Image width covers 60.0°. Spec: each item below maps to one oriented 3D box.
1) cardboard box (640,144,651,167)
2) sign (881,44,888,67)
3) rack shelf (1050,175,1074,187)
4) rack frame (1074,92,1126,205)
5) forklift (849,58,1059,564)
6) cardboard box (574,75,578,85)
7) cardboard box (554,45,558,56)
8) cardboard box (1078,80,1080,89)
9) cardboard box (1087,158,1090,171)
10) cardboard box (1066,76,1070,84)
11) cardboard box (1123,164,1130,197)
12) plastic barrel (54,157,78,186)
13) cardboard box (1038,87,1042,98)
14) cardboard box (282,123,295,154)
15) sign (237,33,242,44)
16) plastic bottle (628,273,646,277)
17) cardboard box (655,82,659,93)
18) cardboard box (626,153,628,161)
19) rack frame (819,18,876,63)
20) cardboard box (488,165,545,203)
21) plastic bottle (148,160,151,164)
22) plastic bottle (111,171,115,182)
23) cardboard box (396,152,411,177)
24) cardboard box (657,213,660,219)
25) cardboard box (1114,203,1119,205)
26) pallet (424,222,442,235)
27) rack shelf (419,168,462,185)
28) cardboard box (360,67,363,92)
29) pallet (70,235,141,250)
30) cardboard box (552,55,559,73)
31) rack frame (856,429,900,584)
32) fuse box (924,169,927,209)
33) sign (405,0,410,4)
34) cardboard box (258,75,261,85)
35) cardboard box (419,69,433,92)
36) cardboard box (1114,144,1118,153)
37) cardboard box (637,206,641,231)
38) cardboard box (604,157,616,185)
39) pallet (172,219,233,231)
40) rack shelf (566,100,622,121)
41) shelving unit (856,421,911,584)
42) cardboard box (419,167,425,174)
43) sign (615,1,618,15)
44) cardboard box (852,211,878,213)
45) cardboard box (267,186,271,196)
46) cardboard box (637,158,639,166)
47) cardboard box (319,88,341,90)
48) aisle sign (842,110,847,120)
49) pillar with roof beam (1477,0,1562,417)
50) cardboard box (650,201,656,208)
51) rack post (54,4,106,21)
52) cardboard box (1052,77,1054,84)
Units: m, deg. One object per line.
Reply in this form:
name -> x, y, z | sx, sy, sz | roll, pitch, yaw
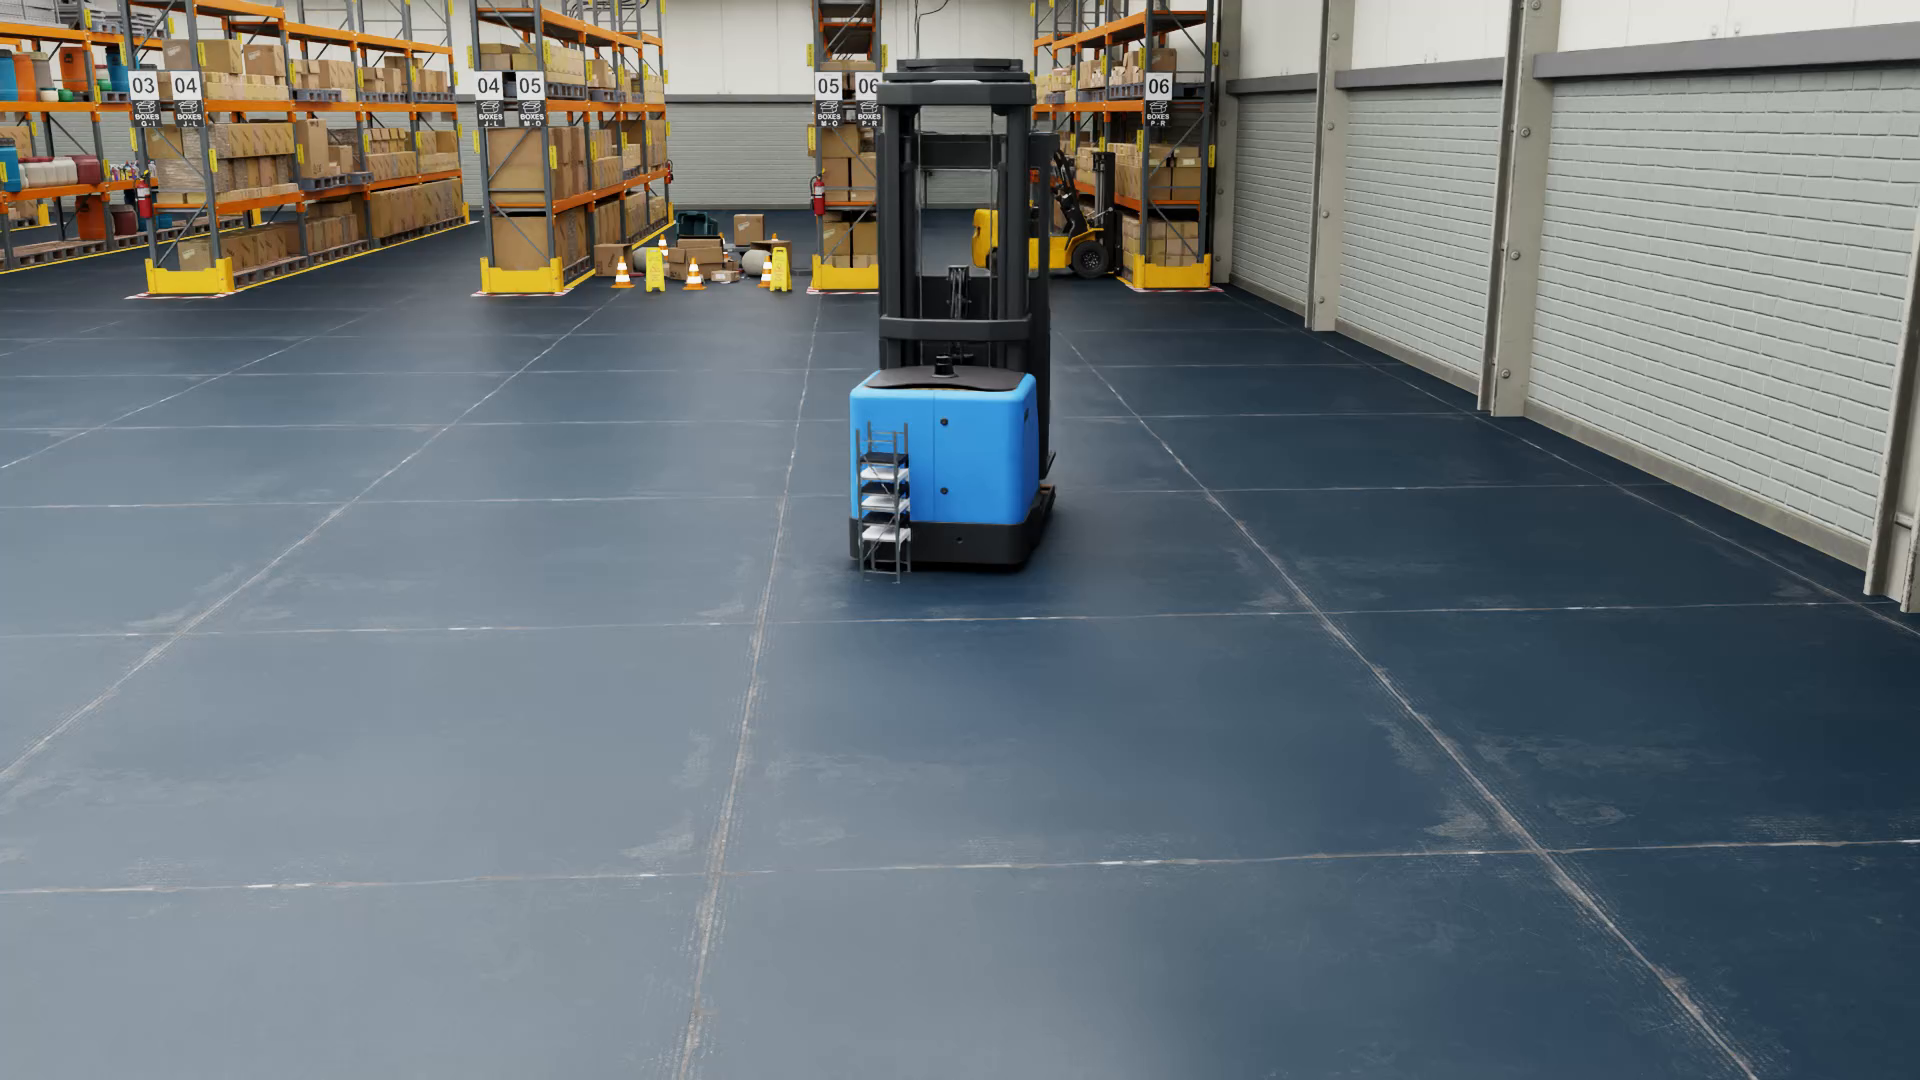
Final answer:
cardboard box -> -7.126, -8.525, 36.841 | 0.500, 0.500, 0.500 | -1, 14, -4
sign -> -1.127, -7.207, 24.742 | 0.100, 0.325, 0.005 | -1, 14, -3
rack shelf -> 2.665, -7.538, 35.249 | 1.077, 0.370, 4.000 | -1, 14, -3
rack frame -> 2.789, -7.389, 33.226 | 1.000, 3.000, 0.127 | -1, 14, -3
forklift -> 0.057, -1.595, 10.844 | 1.130, 2.935, 3.031 | 2, 15, 8
cardboard box -> -6.460, -7.522, 27.183 | 0.380, 0.149, 0.250 | -1, 14, -3
cardboard box -> -6.352, -7.466, 25.366 | 0.380, 0.149, 0.250 | -1, 14, -3
cardboard box -> 2.508, -8.889, 32.461 | 0.380, 0.166, 0.250 | -1, 14, -4
cardboard box -> 2.674, -7.063, 31.256 | 0.500, 0.250, 0.500 | -1, 14, -3
cardboard box -> 2.392, -9.510, 34.353 | 0.380, 0.149, 0.250 | -1, 14, -3
cardboard box -> 2.937, -5.823, 26.938 | 0.500, 0.500, 0.500 | -1, 14, -4
plastic barrel -> -16.722, -6.884, 31.037 | 0.421, 0.512, 0.421 | 0, 14, 0
cardboard box -> 2.120, -10.535, 39.136 | 0.500, 0.250, 0.500 | -1, 14, -5
cardboard box -> -11.505, -6.733, 27.871 | 0.500, 0.500, 0.500 | -1, 14, -3
sign -> -16.947, -11.834, 39.107 | 0.100, 0.325, 0.005 | -1, 14, -3
plastic bottle -> -5.319, -4.367, 27.375 | 0.283, 0.061, 0.133 | -6, 16, -23
cardboard box -> -7.250, -10.457, 38.426 | 0.500, 0.250, 0.500 | -1, 14, -3
cardboard box -> -6.998, -7.818, 33.956 | 0.380, 0.149, 0.250 | -1, 14, -3
rack frame -> -1.917, -9.222, 28.311 | 1.000, 3.000, 0.127 | -1, 14, -3
cardboard box -> -6.671, -5.385, 25.134 | 0.875, 0.550, 0.550 | -1, 14, -3
plastic bottle -> -16.996, -7.782, 34.849 | 0.144, 0.351, 0.185 | -1, 14, -3
plastic bottle -> -16.689, -7.152, 32.703 | 0.097, 0.201, 0.097 | 0, 14, 0
cardboard box -> -11.978, -7.967, 35.270 | 0.500, 0.500, 0.500 | 0, 14, -2
cardboard box -> -7.203, -7.573, 38.820 | 0.380, 0.149, 0.250 | -1, 14, -2
cardboard box -> 3.068, -6.831, 33.927 | 0.380, 0.149, 0.250 | 0, 14, -1
pallet -> -12.272, -6.993, 37.284 | 1.003, 0.211, 1.213 | -1, 14, -3
rack shelf -> -12.427, -8.303, 38.219 | 1.077, 0.370, 4.000 | -1, 14, -3
cardboard box -> -12.307, -9.227, 33.306 | 0.500, 0.500, 0.500 | 0, 14, 0
pallet -> -17.089, -5.927, 33.140 | 1.003, 0.211, 1.213 | -1, 14, -3
cardboard box -> -6.410, -7.247, 25.313 | 0.500, 0.250, 0.500 | -1, 14, -4
rack frame -> -0.464, -0.186, 9.444 | 0.240, 0.900, 0.006 | 4, 18, 15
fuse box -> -0.927, -10.076, 46.252 | 0.539, 1.711, 0.414 | -1, 14, -3
sign -> -11.763, -11.561, 35.367 | 0.100, 0.325, 0.005 | -1, 14, -3
cardboard box -> -11.487, -7.398, 26.742 | 0.380, 0.149, 0.250 | 0, 14, -1
cardboard box -> -12.331, -10.366, 37.532 | 0.700, 0.500, 0.500 | 0, 14, -1
cardboard box -> 2.805, -6.625, 28.155 | 0.380, 0.149, 0.250 | -1, 14, -2
cardboard box -> -6.991, -6.762, 34.963 | 0.500, 0.500, 0.500 | -1, 14, -5
cardboard box -> -6.743, -6.902, 31.133 | 0.500, 0.500, 0.500 | -1, 14, -4
pallet -> -17.410, -7.213, 38.137 | 1.003, 0.211, 1.213 | -1, 14, -3
rack shelf -> -6.975, -7.817, 30.313 | 1.077, 0.370, 4.000 | -1, 14, -3
shelving unit -> -0.437, -0.215, 9.537 | 0.258, 0.900, 0.210 | 4, 18, 15
cardboard box -> -11.990, -8.111, 36.534 | 0.380, 0.149, 0.250 | -1, 14, -3
sign -> -8.136, -12.588, 39.356 | 0.100, 0.325, 0.005 | -1, 14, -3
cardboard box -> -1.612, -5.409, 28.699 | 0.500, 0.500, 0.500 | -1, 14, -4
cardboard box -> -11.473, -5.682, 27.094 | 0.380, 0.149, 0.250 | -1, 14, -3
cardboard box -> -7.108, -8.126, 35.752 | 0.380, 0.149, 0.250 | -1, 14, -3
cardboard box -> -11.709, -8.176, 30.566 | 0.500, 0.250, 0.500 | 0, 14, -2
aisle sign -> -2.954, -10.574, 40.386 | 0.394, 0.787, 0.004 | -1, 14, -3
pillar with roof beam -> 0.588, -5.441, 13.615 | 9.100, 9.000, 0.400 | -1, 14, -3
cardboard box -> -7.157, -7.665, 37.983 | 0.380, 0.149, 0.250 | -1, 14, -2
rack post -> -17.085, -10.131, 31.993 | 0.954, 0.300, 0.937 | -1, 14, -3
cardboard box -> 2.183, -9.901, 35.832 | 0.380, 0.149, 0.250 | -1, 14, -4
